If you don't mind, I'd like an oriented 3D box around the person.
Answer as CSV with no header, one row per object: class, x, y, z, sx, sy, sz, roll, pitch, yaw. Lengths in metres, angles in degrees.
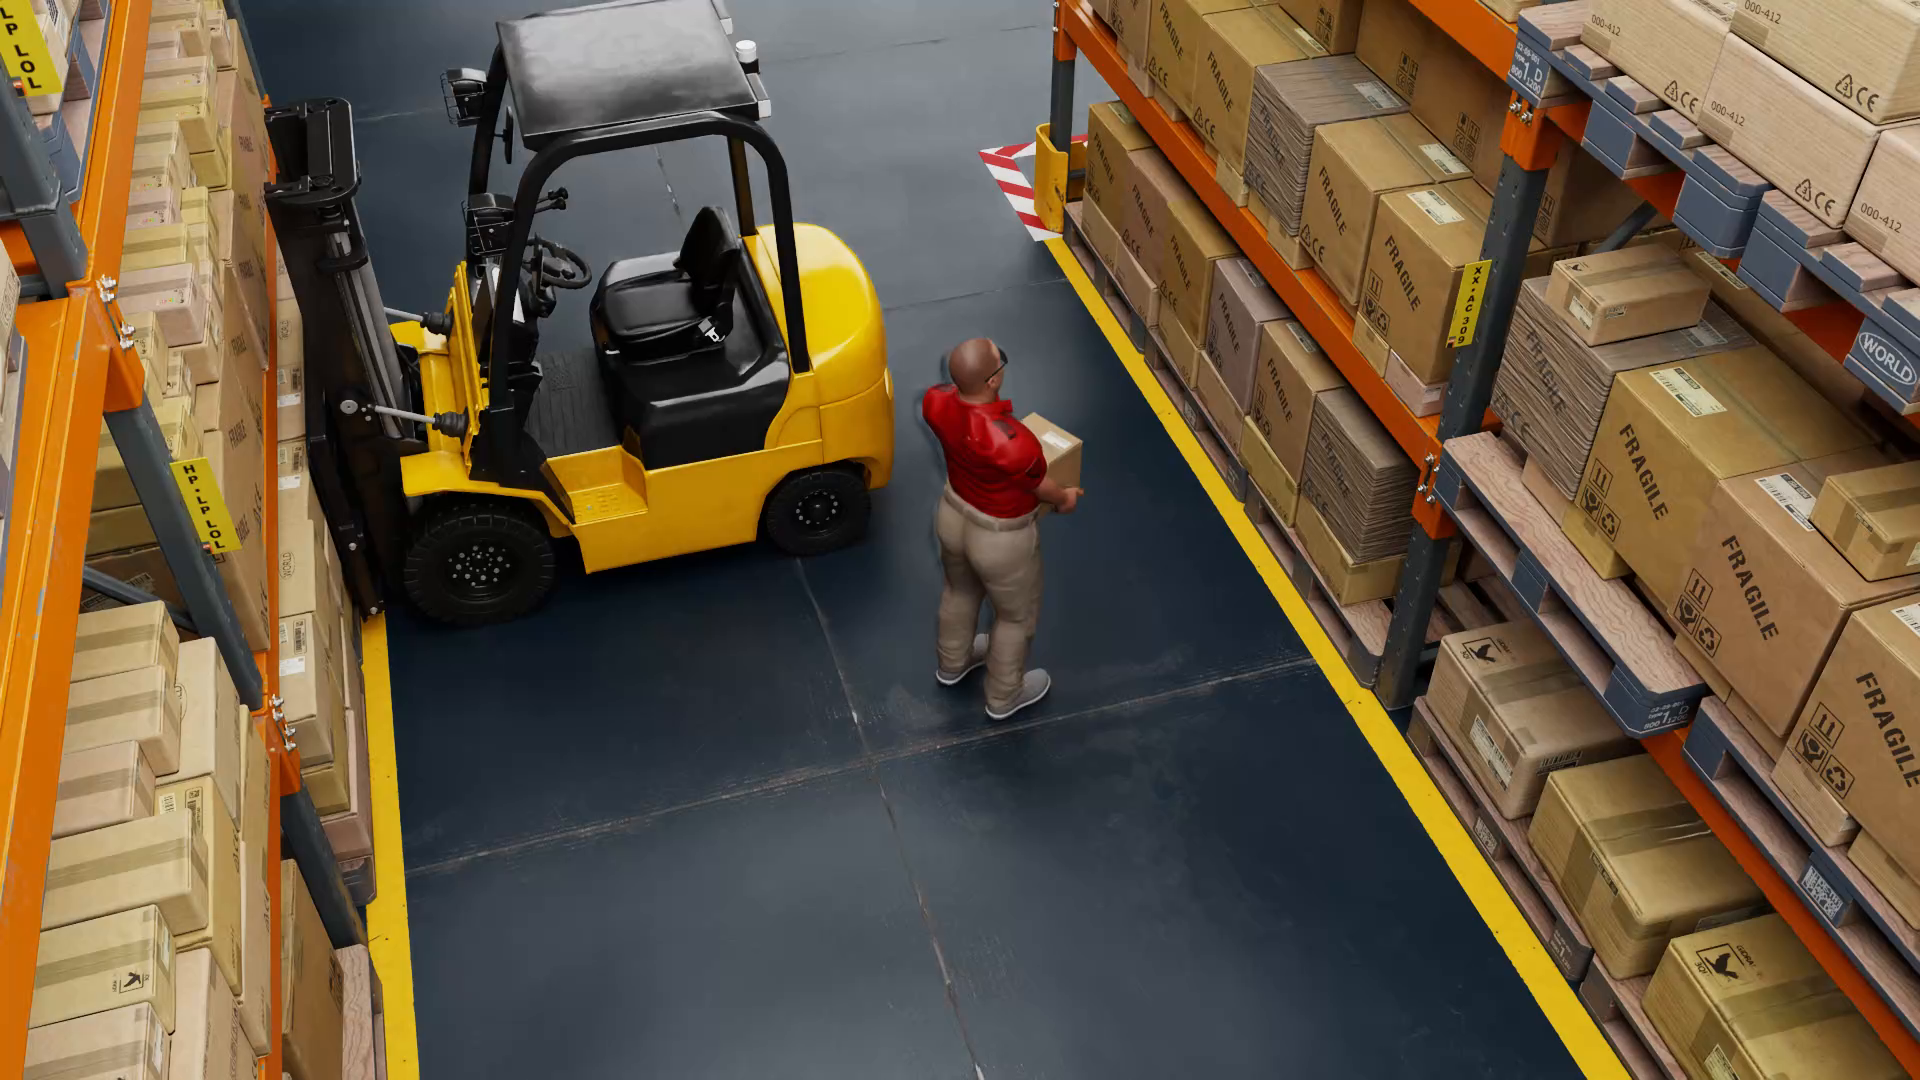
person,0.170,-0.095,6.281,0.529,1.720,0.499,-33,51,-31
